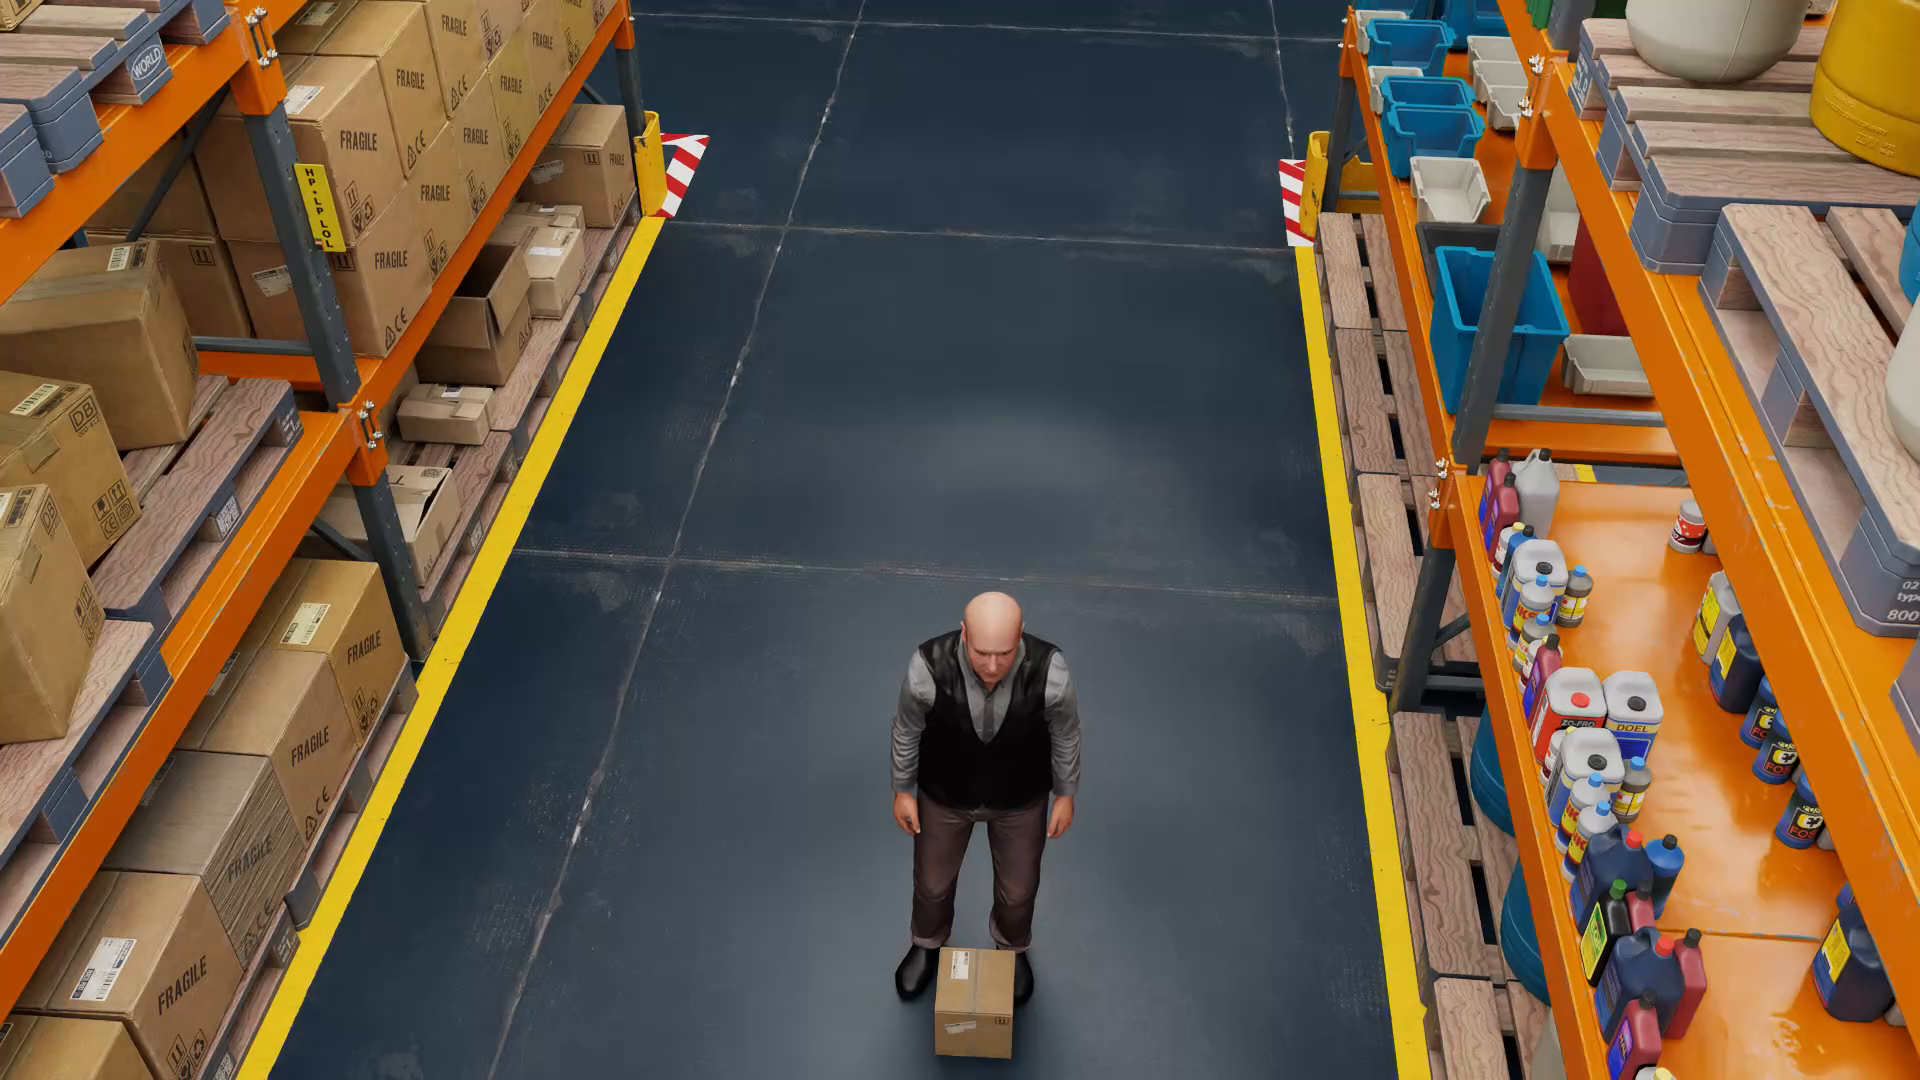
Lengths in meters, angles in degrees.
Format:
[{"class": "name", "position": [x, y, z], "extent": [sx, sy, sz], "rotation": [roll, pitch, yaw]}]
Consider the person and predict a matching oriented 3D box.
[{"class": "person", "position": [0.076, 0.783, 5.233], "extent": [0.593, 1.722, 0.414], "rotation": [1, 40, 2]}]
